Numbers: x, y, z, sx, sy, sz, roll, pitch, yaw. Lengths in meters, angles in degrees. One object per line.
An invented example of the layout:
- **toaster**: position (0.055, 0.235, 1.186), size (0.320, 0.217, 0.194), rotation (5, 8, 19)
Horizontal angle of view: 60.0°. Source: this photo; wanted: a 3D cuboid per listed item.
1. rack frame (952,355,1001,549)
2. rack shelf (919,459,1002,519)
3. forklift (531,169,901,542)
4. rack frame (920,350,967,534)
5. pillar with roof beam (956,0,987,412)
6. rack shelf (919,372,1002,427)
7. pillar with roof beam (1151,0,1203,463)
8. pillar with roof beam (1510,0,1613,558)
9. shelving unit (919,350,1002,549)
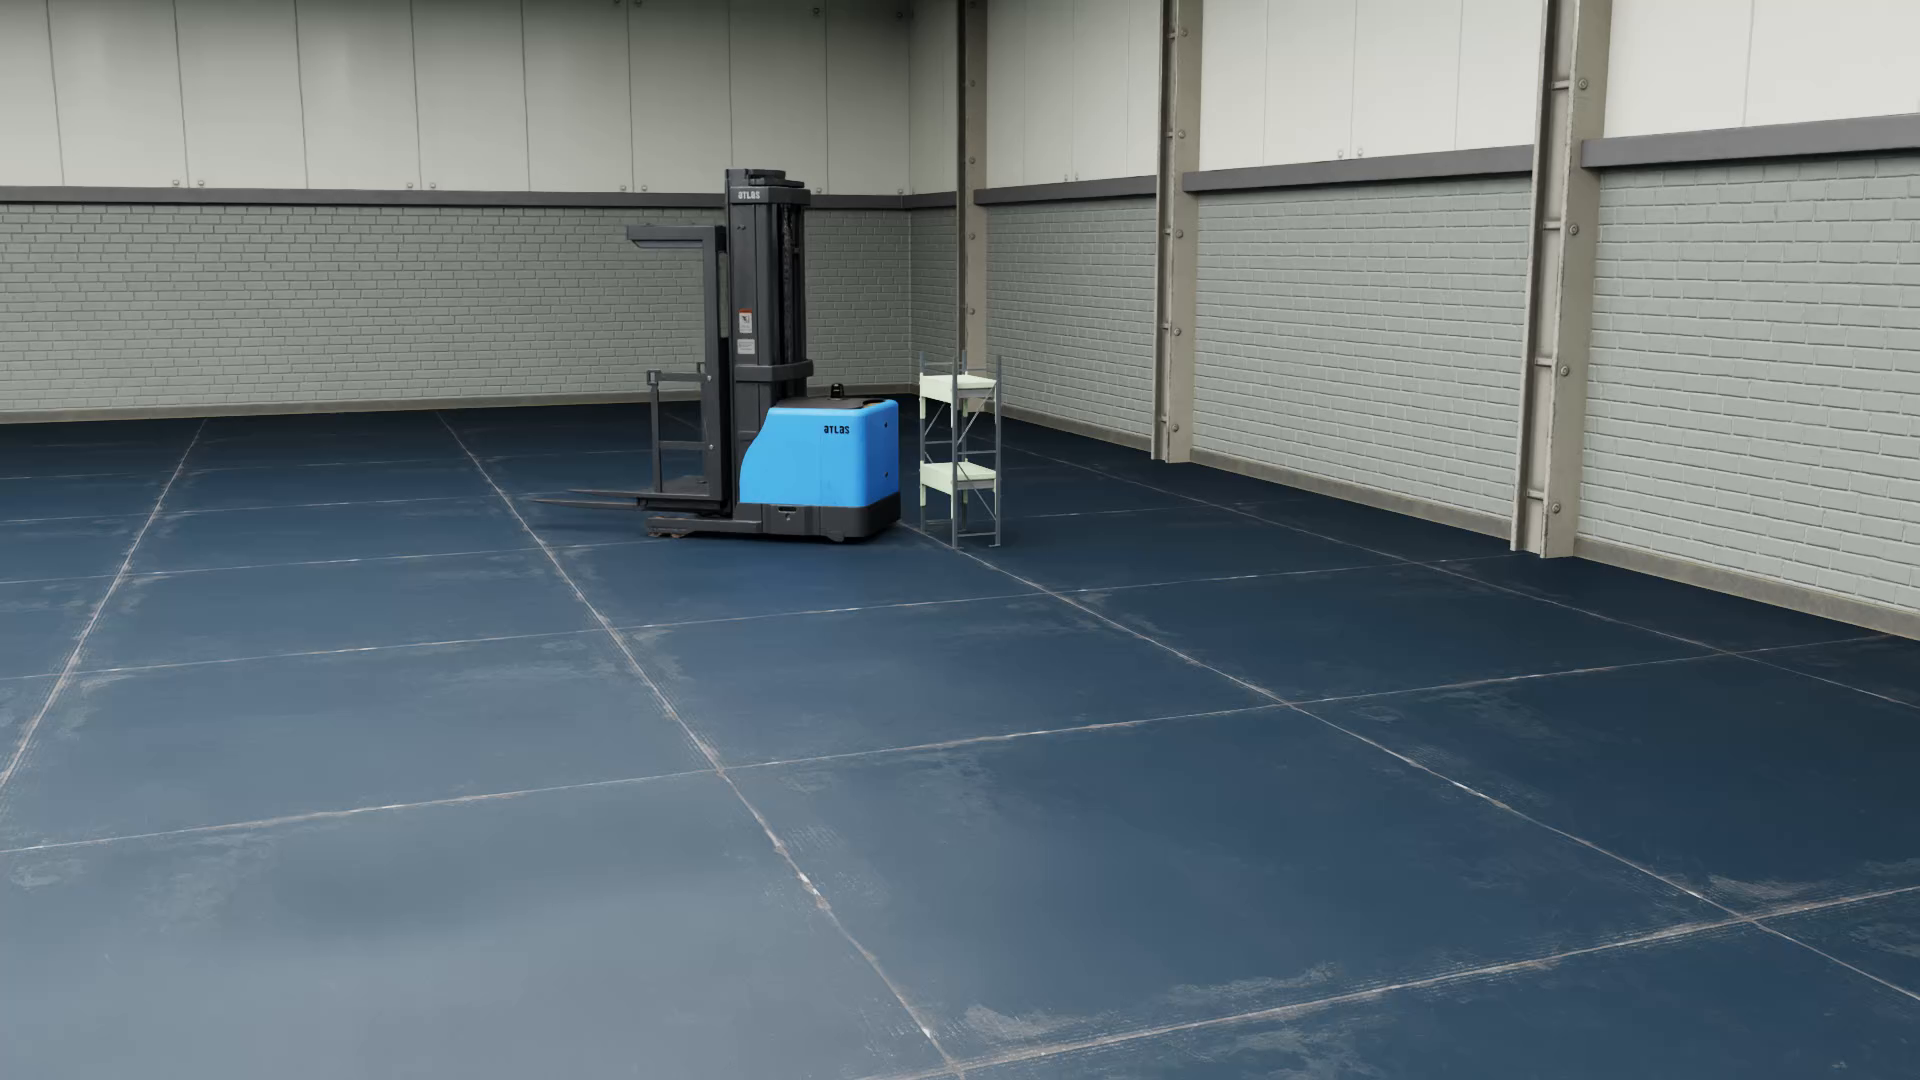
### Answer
- **rack frame**: position (0.130, -0.680, 12.959), size (0.400, 1.500, 0.023), rotation (-4, 11, -21)
- **rack shelf**: position (-0.002, -0.419, 13.352), size (0.431, 0.370, 0.720), rotation (-4, 11, -21)
- **forklift**: position (-2.074, -1.546, 13.741), size (3.031, 2.935, 1.130), rotation (3, 10, 15)
- **rack frame**: position (-0.135, -0.799, 13.631), size (0.400, 1.500, 0.023), rotation (-4, 11, -21)
- **pillar with roof beam**: position (-3.848, -6.019, 21.562), size (9.100, 9.000, 0.400), rotation (-4, 11, -21)
- **rack shelf**: position (-0.002, -1.124, 13.227), size (0.431, 0.370, 0.720), rotation (-4, 11, -21)
- **pillar with roof beam**: position (-1.674, -5.040, 16.056), size (9.100, 9.000, 0.400), rotation (-4, 11, -21)
- **pillar with roof beam**: position (0.500, -4.060, 10.551), size (9.100, 9.000, 0.400), rotation (-4, 11, -21)
- **shelving unit**: position (-0.002, -0.739, 13.295), size (0.431, 1.500, 0.755), rotation (-4, 11, -21)
